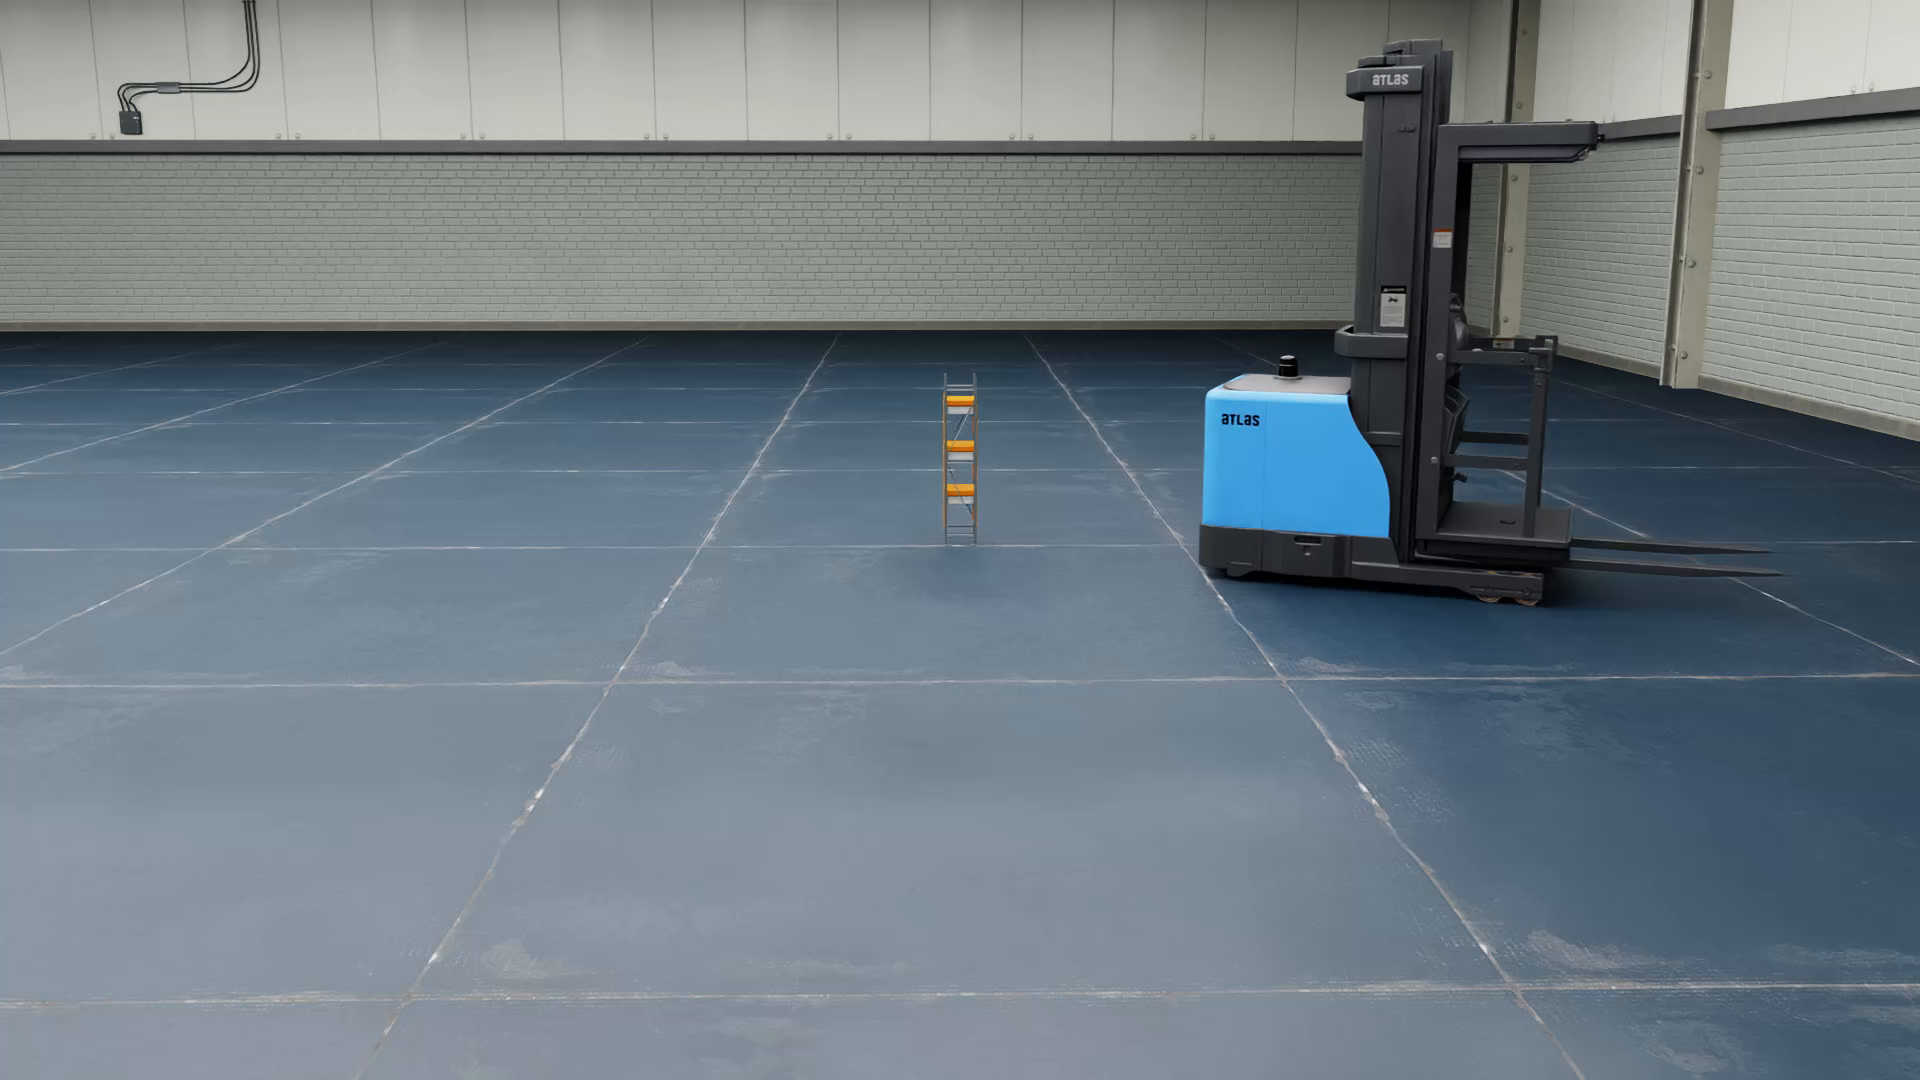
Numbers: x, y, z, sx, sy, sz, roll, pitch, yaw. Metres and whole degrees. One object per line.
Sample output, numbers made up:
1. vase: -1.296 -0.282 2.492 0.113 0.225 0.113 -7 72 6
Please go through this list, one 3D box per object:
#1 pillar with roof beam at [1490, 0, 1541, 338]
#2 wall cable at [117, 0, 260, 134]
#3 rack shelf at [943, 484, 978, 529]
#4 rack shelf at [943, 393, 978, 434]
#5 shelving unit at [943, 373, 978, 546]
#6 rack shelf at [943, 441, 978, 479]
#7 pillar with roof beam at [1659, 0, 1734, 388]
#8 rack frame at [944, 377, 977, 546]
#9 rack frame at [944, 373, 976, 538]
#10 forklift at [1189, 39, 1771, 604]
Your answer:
1. pillar with roof beam: 3.956 -7.373 24.271 9.100 9.000 0.400 0 11 -1
2. wall cable: -12.480 -9.555 26.472 2.305 6.003 0.169 0 11 -1
3. rack shelf: 0.001 -0.221 10.460 0.215 0.259 0.240 0 11 -1
4. rack shelf: 0.001 -0.772 10.348 0.215 0.259 0.240 0 11 -1
5. shelving unit: 0.001 -0.504 10.402 0.215 1.050 0.252 0 11 -1
6. rack shelf: 0.001 -0.494 10.404 0.215 0.259 0.240 0 11 -1
7. pillar with roof beam: 4.080 -6.181 18.392 9.100 9.000 0.400 0 11 -1
8. rack frame: 0.004 -0.480 10.283 0.200 1.050 0.008 0 11 -1
9. rack frame: -0.001 -0.528 10.522 0.200 1.050 0.008 0 11 -1
10. forklift: 2.884 -1.212 9.161 3.031 2.935 1.130 4 12 20
